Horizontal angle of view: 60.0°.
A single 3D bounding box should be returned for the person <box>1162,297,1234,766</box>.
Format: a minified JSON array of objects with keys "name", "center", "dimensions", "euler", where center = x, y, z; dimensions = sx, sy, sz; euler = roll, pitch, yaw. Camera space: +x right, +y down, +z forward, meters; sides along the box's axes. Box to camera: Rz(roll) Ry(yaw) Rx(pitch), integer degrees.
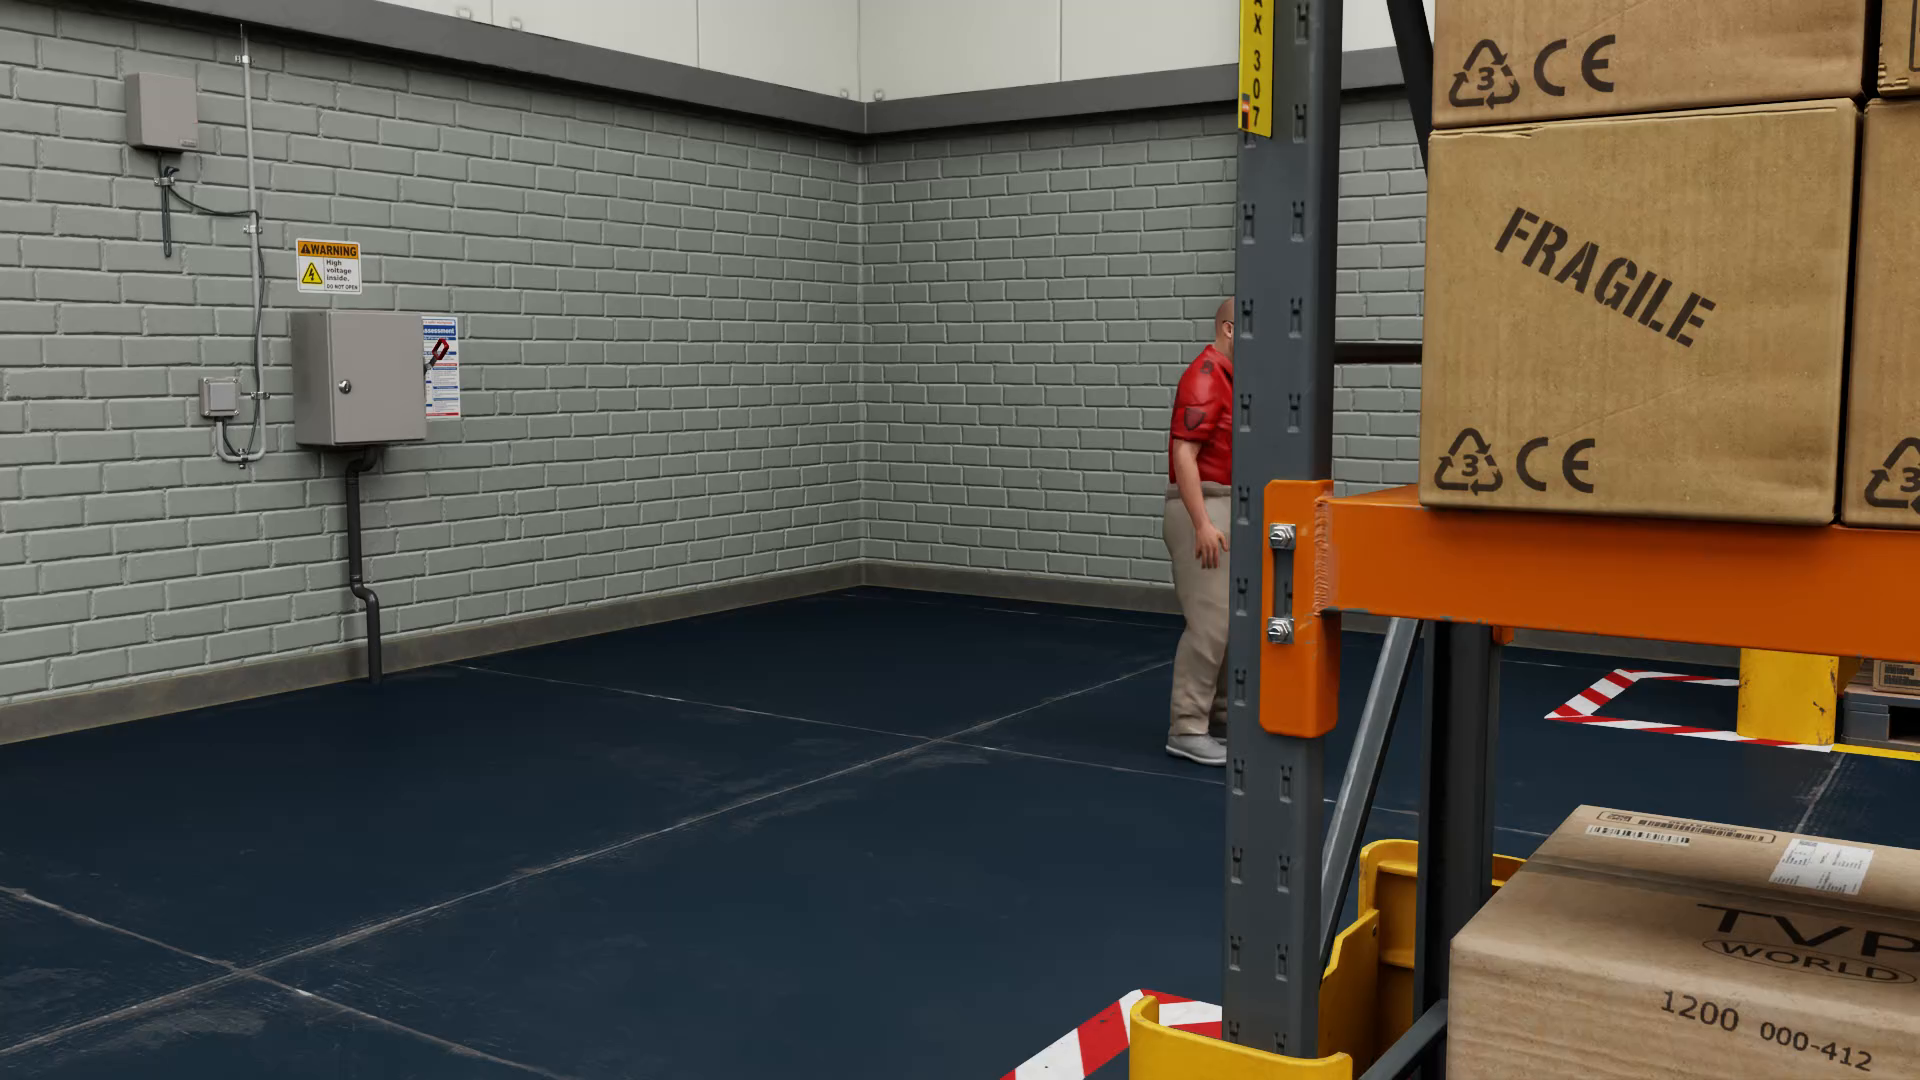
[{"name":"person","center":[1.010,-0.052,6.311],"dimensions":[0.433,1.727,0.576],"euler":[4,7,32]}]
